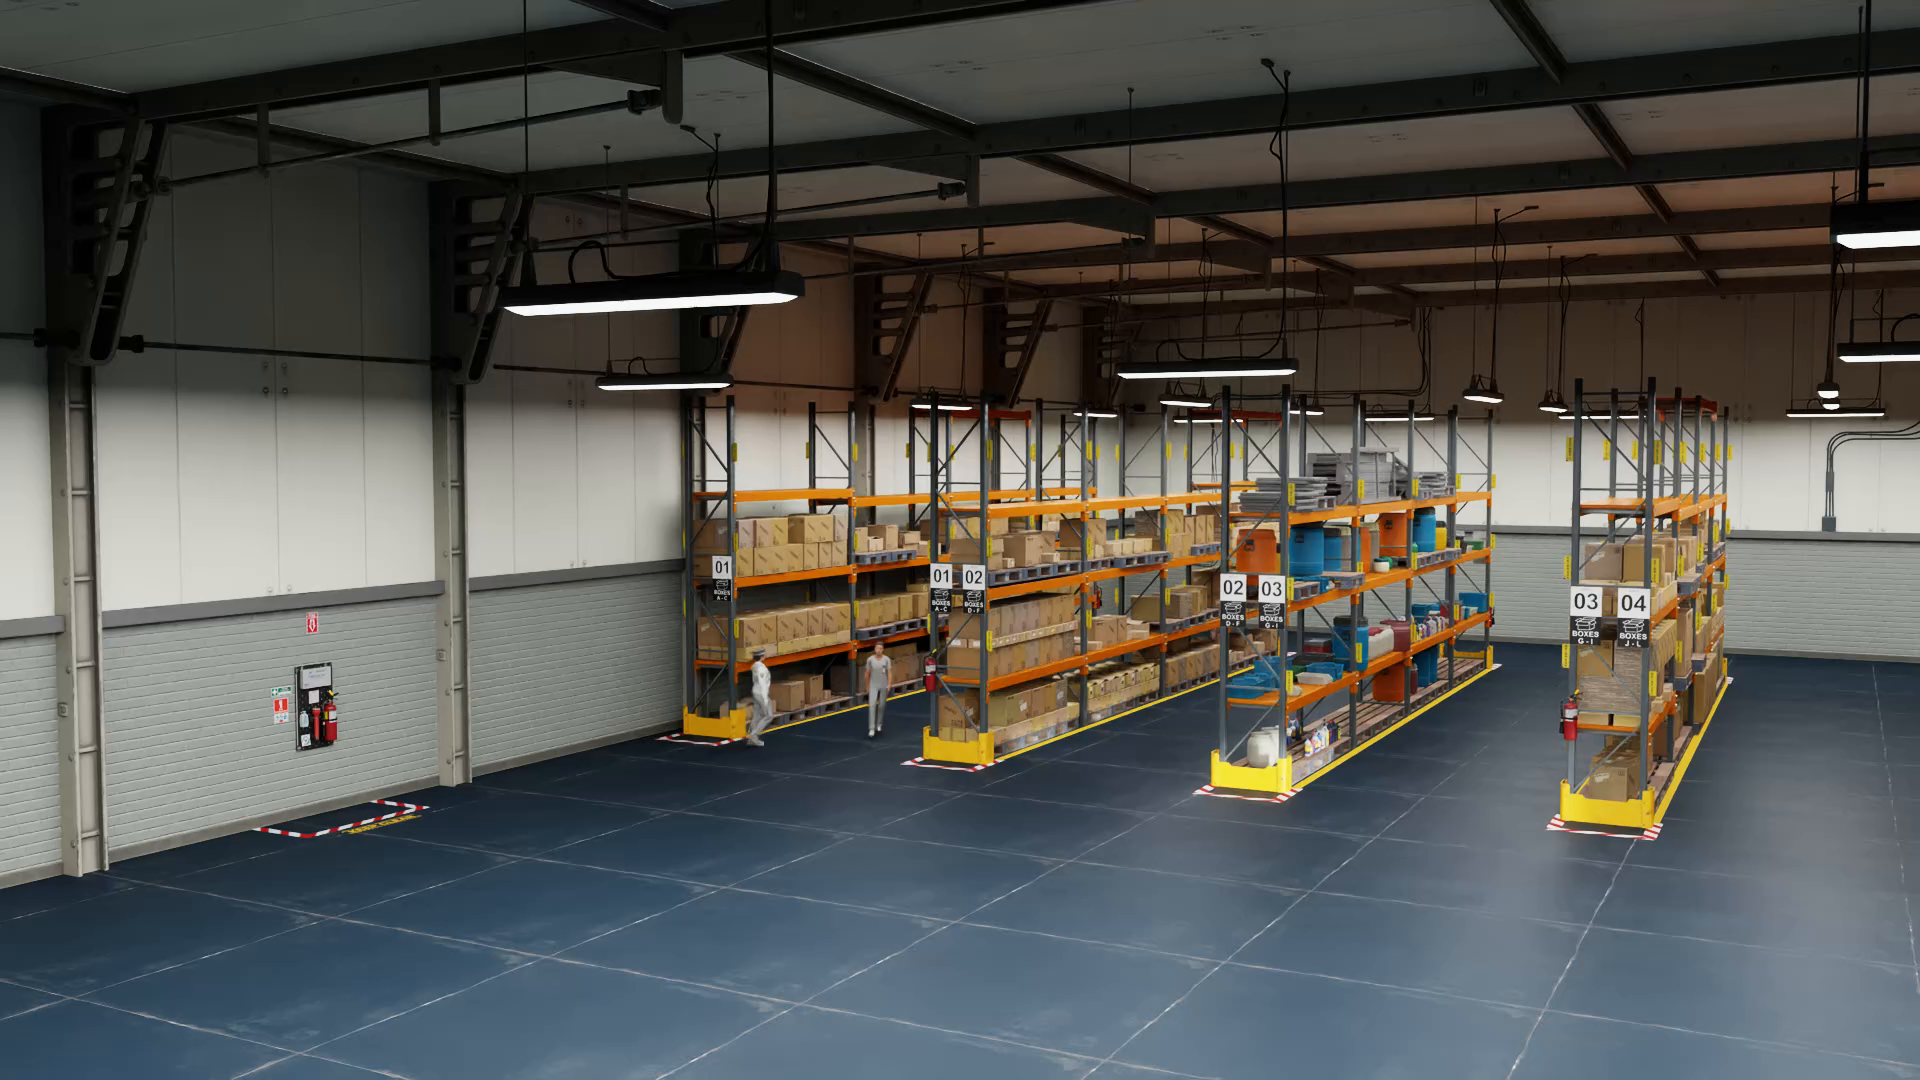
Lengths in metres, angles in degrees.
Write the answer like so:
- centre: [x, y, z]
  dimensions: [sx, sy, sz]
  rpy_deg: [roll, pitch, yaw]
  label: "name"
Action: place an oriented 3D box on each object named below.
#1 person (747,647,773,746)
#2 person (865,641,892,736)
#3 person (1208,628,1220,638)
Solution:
- centre: [-3.432, 2.672, 28.346]
  dimensions: [0.424, 1.656, 0.599]
  rpy_deg: [-1, 3, -20]
  label: "person"
- centre: [-1.445, 2.612, 29.455]
  dimensions: [0.488, 1.638, 0.856]
  rpy_deg: [-1, 3, -13]
  label: "person"
- centre: [6.469, 1.950, 42.273]
  dimensions: [1.037, 1.619, 0.471]
  rpy_deg: [-3, 4, -42]
  label: "person"
